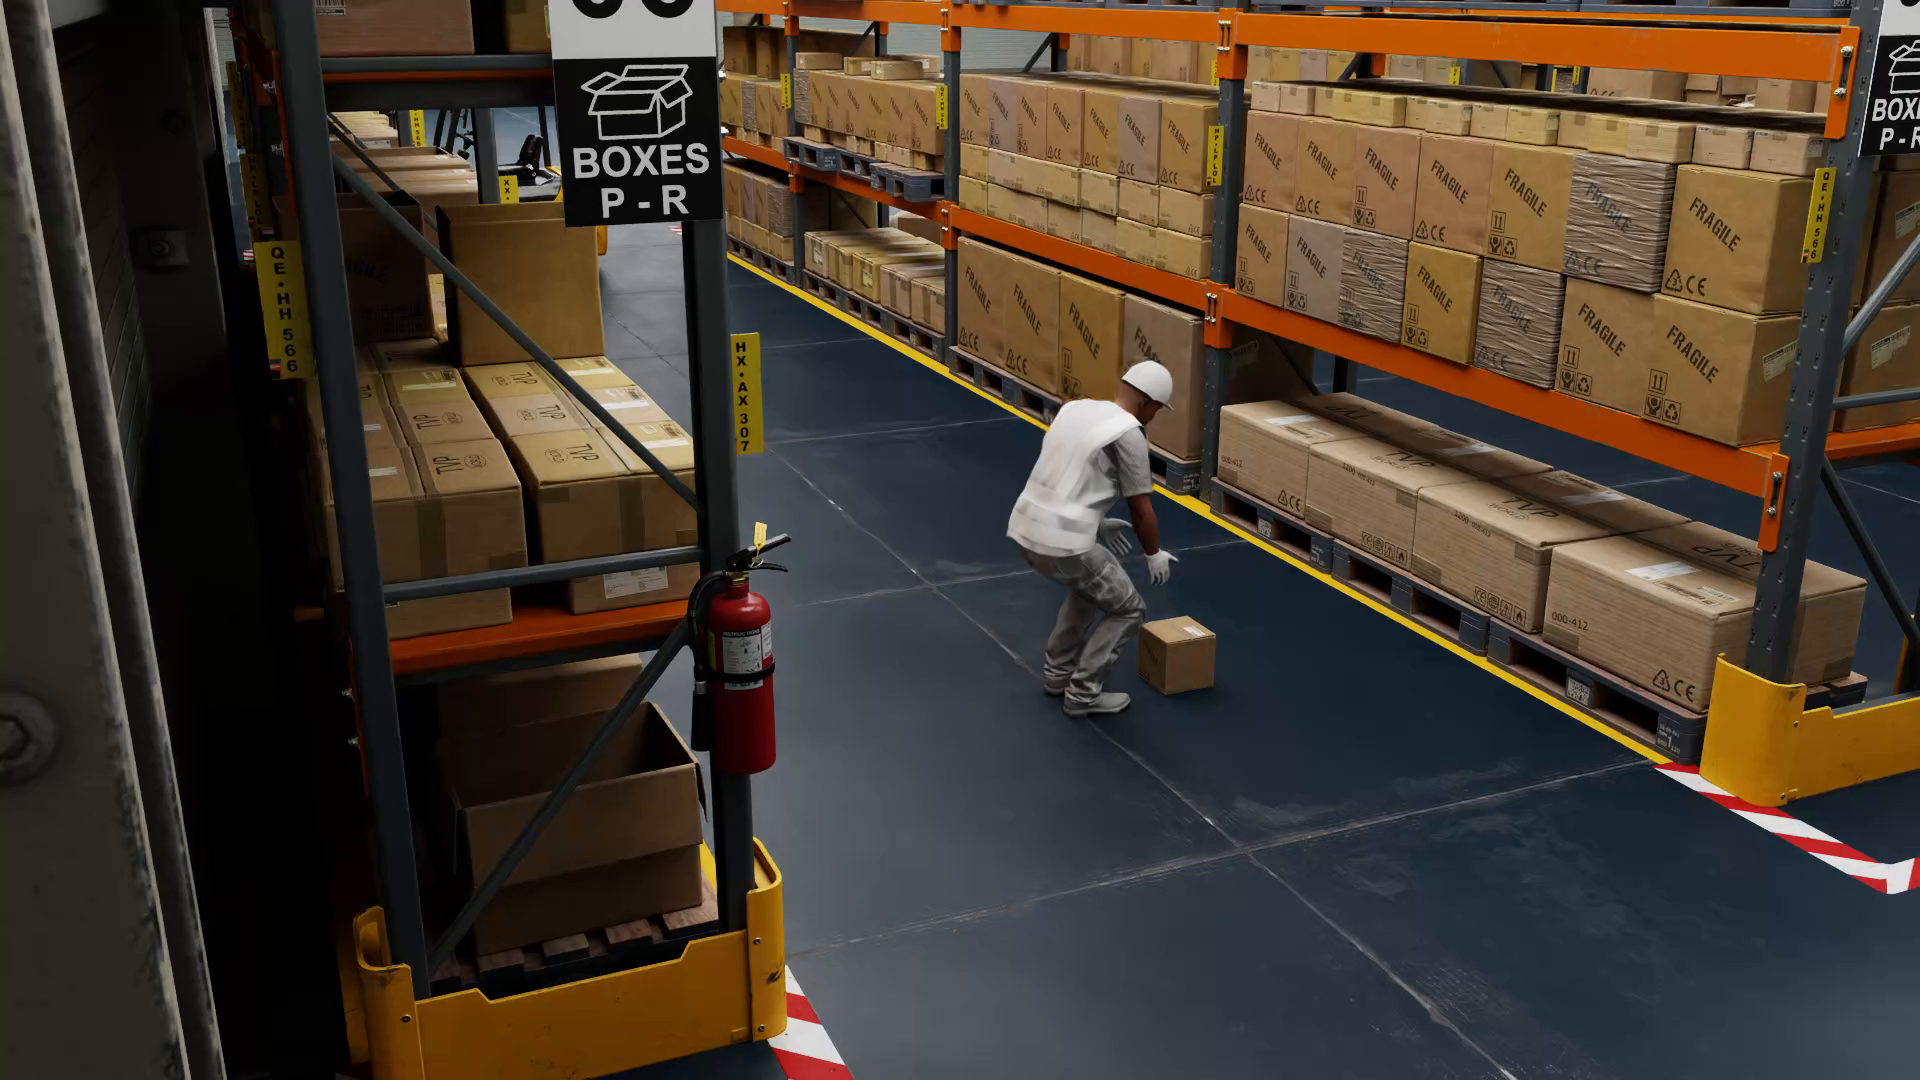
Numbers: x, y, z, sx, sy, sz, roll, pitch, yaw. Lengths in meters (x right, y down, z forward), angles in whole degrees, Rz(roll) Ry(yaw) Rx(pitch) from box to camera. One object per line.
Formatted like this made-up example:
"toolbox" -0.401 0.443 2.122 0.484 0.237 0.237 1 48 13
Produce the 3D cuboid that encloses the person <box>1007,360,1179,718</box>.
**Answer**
"person" 0.558 -0.019 7.078 0.737 1.469 0.611 -8 20 -22
